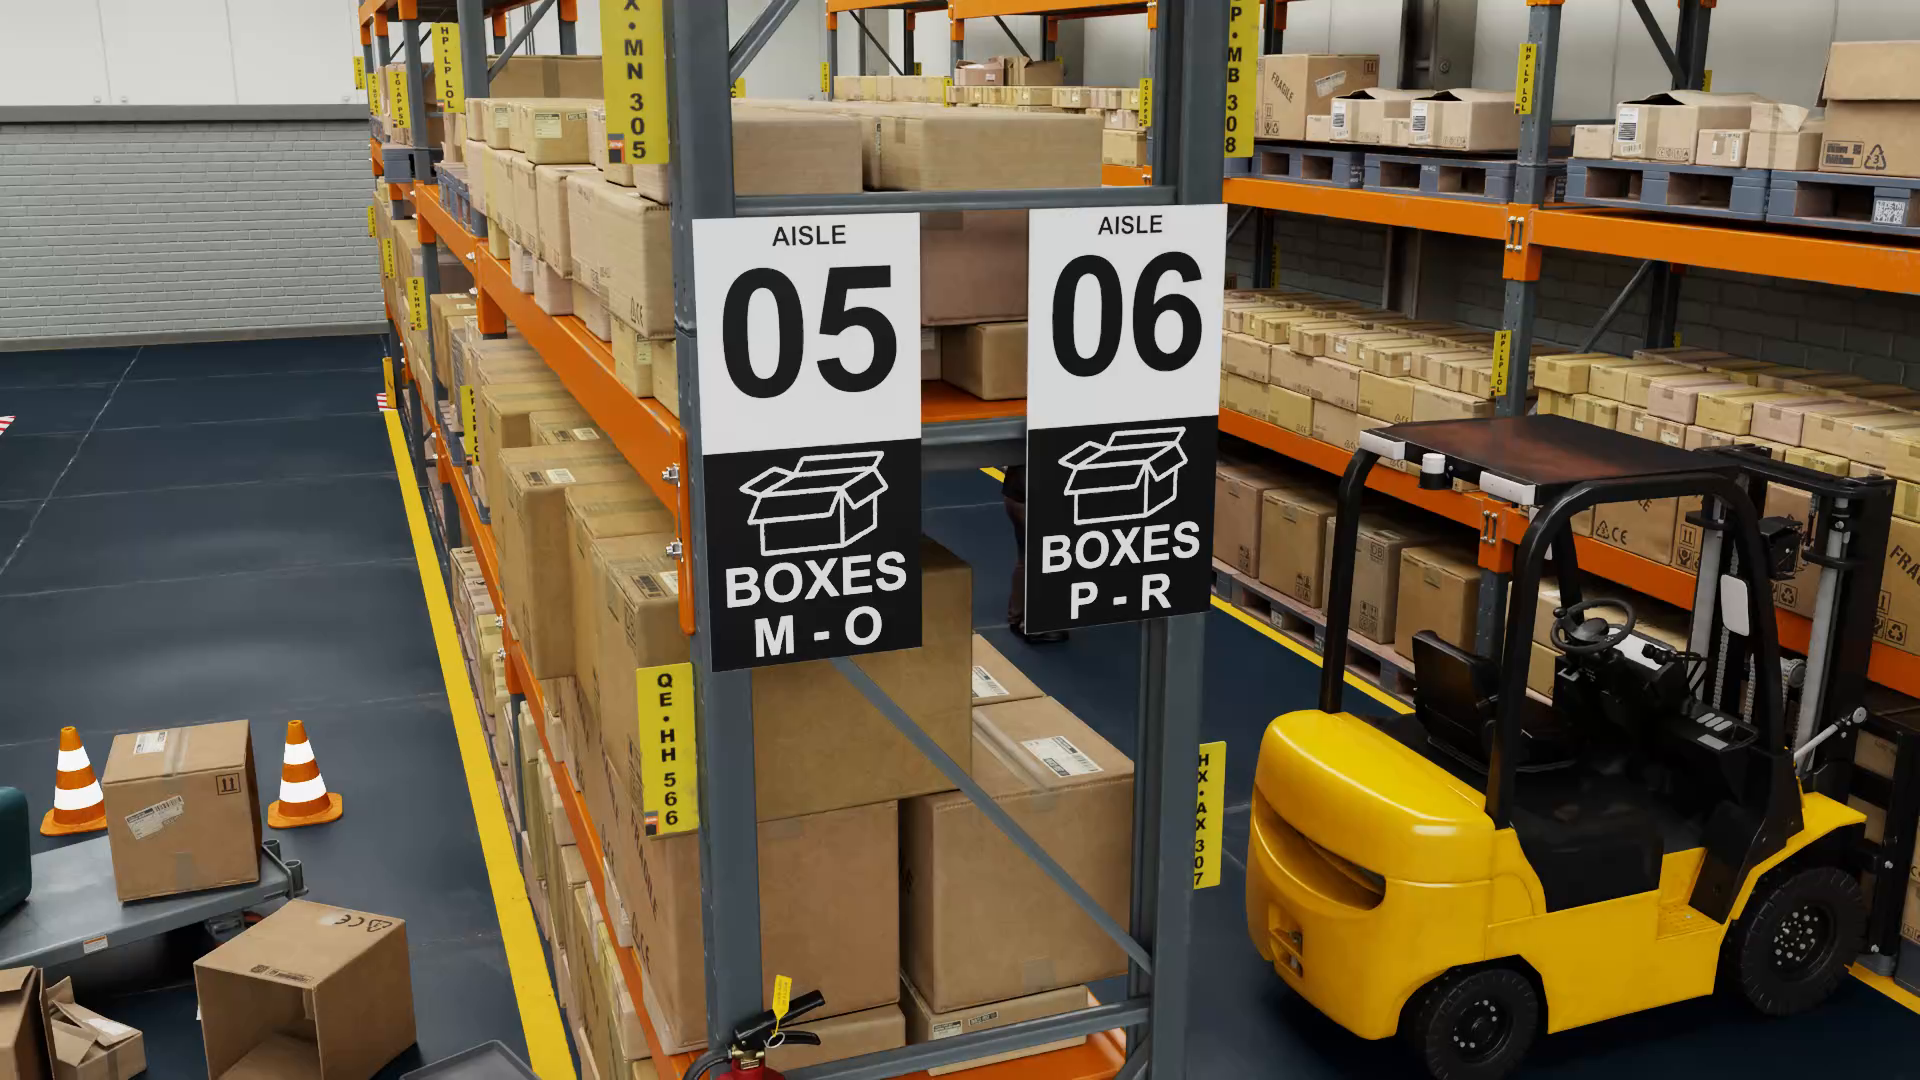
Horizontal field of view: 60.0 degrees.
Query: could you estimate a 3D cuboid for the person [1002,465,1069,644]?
[{"bbox_3d":[0.543,-0.196,10.445,0.548,1.633,0.494,-5,16,-19],"label":"person"}]
